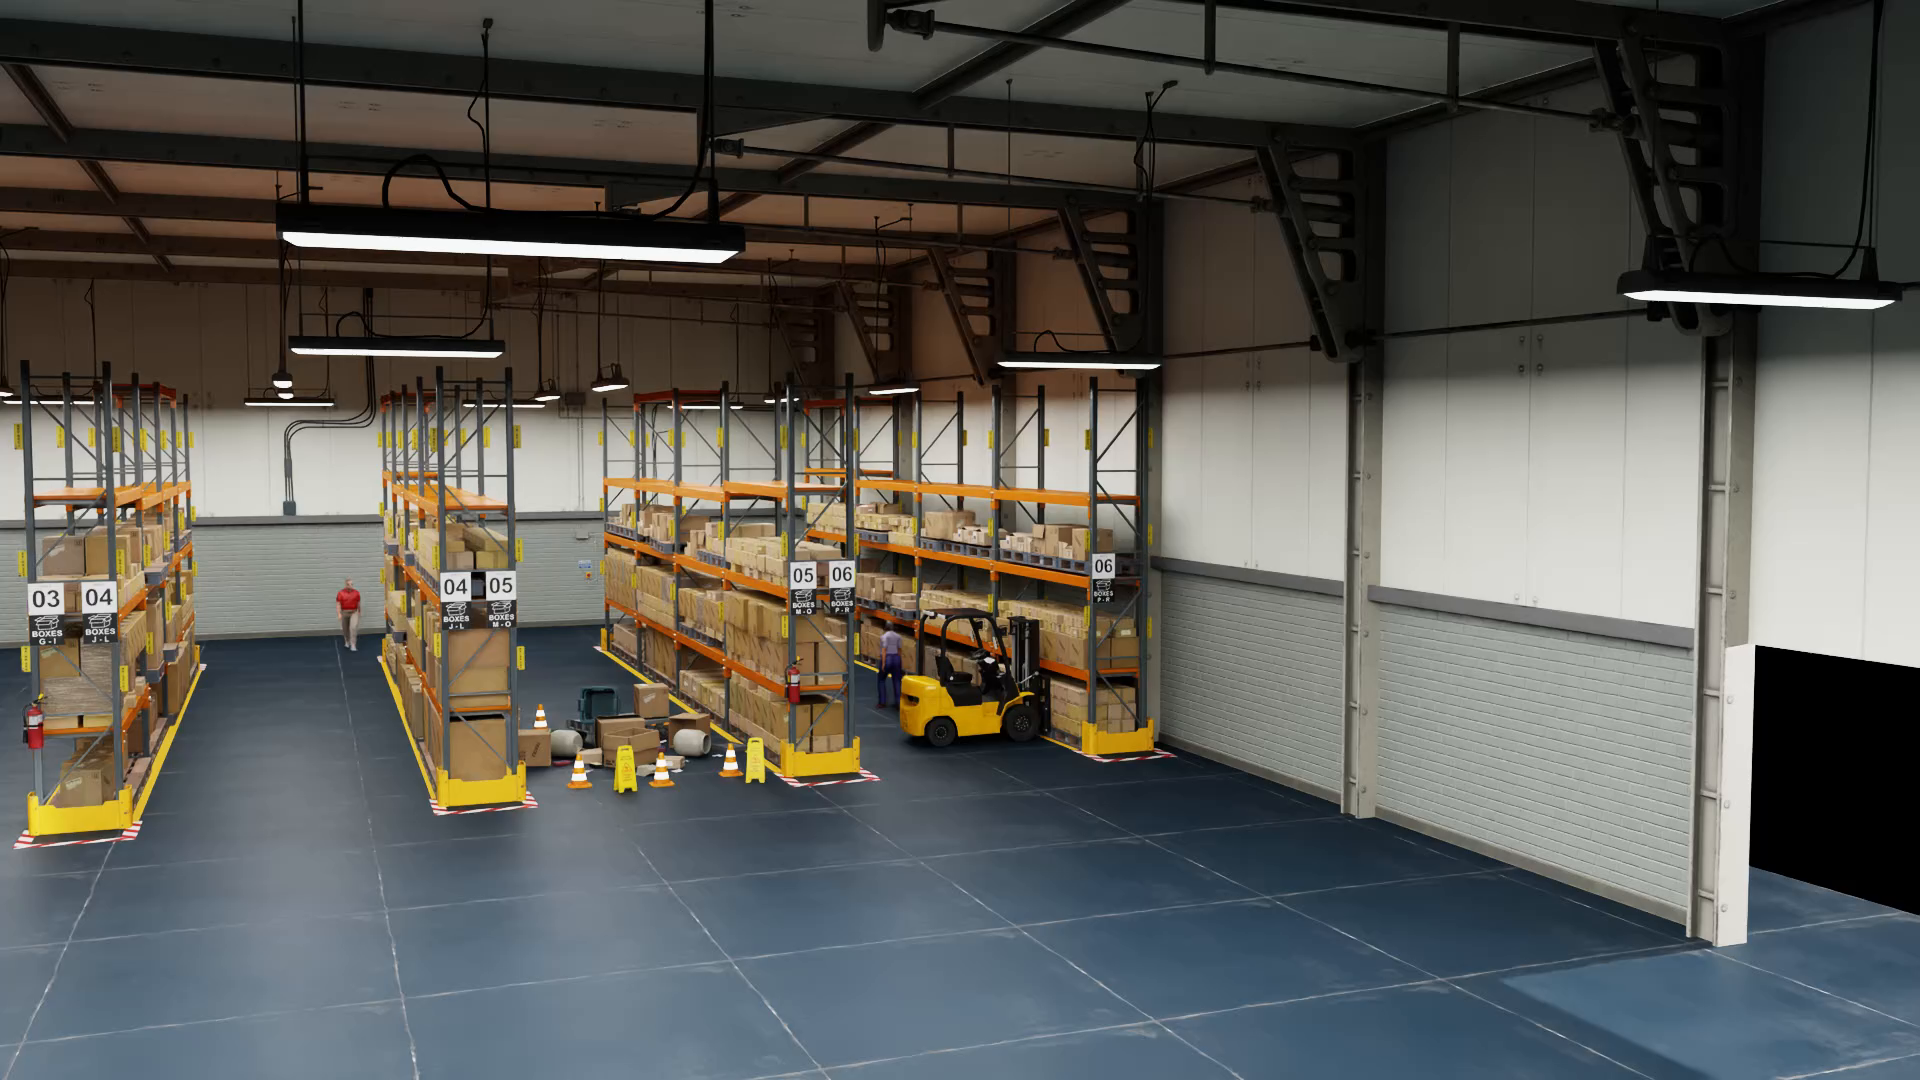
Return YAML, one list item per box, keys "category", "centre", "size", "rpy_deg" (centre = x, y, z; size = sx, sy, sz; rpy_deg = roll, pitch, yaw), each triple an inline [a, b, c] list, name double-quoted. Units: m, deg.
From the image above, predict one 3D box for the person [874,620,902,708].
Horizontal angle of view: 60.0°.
- category: "person"
  centre: [-1.280, 2.351, 31.027]
  size: [0.506, 1.671, 0.625]
  rpy_deg: [-2, 4, -32]

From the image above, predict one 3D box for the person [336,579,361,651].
- category: "person"
  centre: [-14.557, 1.765, 39.543]
  size: [0.514, 1.655, 1.085]
  rpy_deg: [-1, 4, -12]
